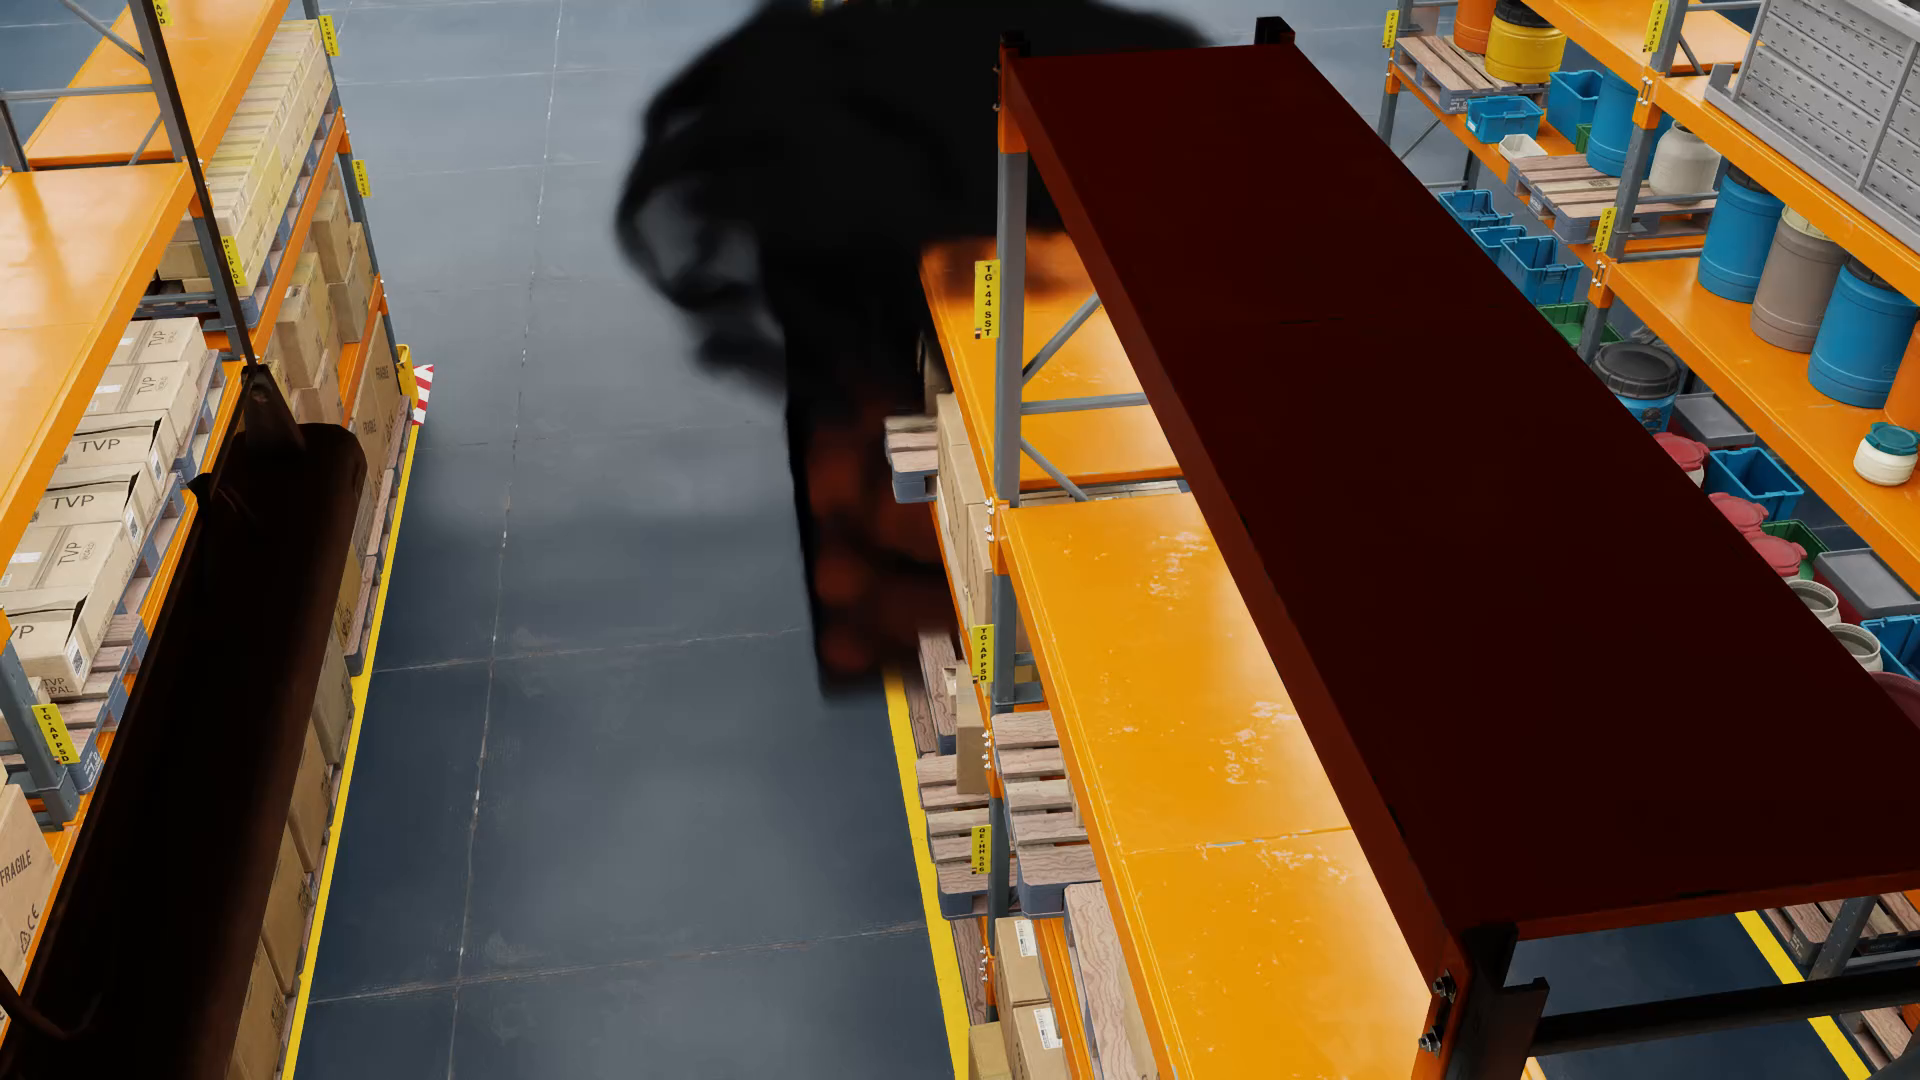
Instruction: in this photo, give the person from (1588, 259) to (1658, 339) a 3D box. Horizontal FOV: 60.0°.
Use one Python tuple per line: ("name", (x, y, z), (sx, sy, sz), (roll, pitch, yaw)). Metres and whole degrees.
("person", (6.123, -2.673, 15.119), (0.650, 1.771, 0.867), (-22, 42, -27))
